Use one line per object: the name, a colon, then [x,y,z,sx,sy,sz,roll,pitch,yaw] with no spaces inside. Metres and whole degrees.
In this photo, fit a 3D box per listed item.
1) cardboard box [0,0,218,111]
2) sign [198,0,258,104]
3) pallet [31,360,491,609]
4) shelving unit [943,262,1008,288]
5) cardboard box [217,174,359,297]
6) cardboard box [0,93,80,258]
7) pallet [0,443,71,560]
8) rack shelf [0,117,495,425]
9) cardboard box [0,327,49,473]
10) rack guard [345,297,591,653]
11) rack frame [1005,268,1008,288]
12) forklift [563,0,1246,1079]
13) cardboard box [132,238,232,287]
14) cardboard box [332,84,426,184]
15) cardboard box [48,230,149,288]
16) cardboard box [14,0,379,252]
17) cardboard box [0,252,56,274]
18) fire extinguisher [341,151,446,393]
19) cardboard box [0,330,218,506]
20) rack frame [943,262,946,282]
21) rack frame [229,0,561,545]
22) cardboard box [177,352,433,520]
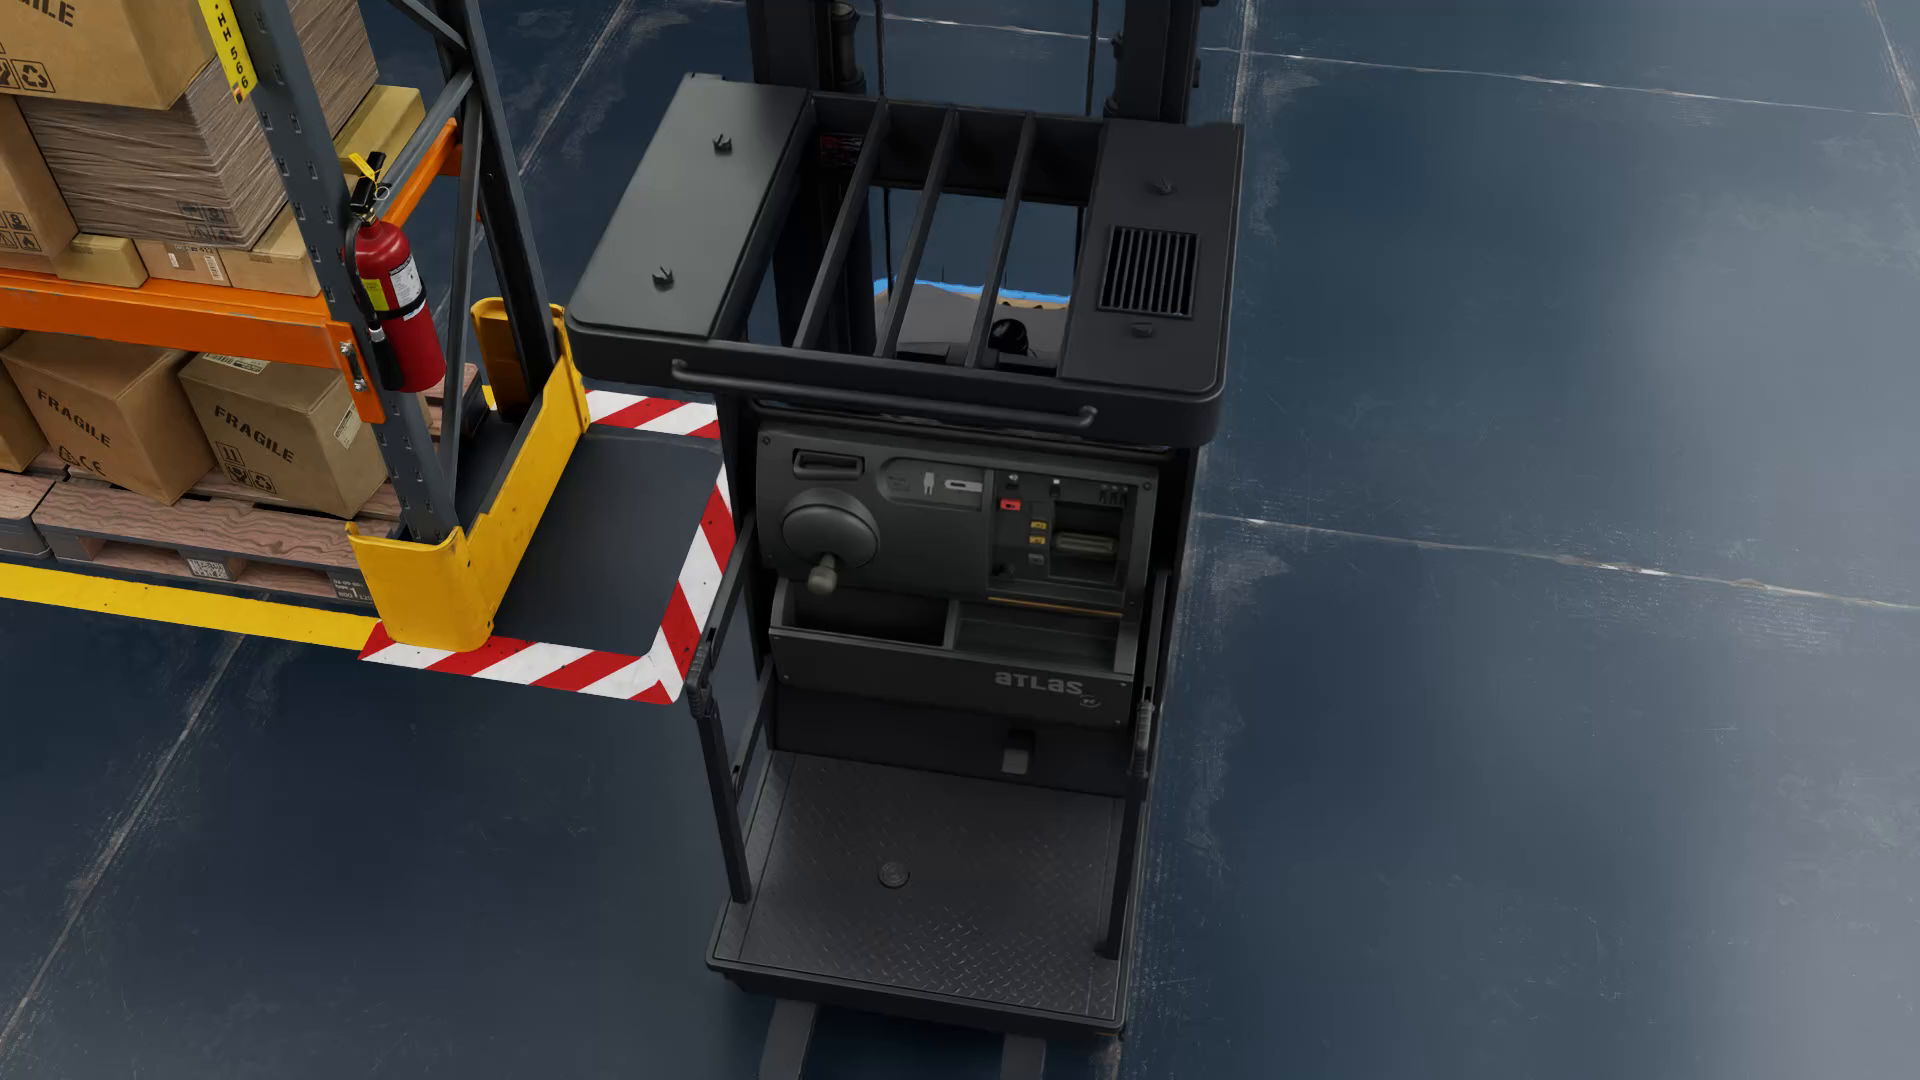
cardboard box: [-2.139,-1.428,4.077,0.500,0.500,0.500,8,49,7]
sign: [-1.672,-1.158,3.783,0.005,0.325,0.100,8,49,7]
pallet: [-2.421,-0.280,5.860,1.213,0.211,1.003,8,49,7]
shelving unit: [0.034,-0.493,5.588,0.210,0.900,0.258,6,48,6]
cardboard box: [-1.871,-0.871,4.685,0.250,0.149,0.380,8,49,7]
cardboard box: [-2.603,-1.273,4.610,0.500,0.500,0.875,8,49,7]
pallet: [-3.618,-0.443,6.006,1.213,0.211,1.003,8,49,7]
rack shelf: [-3.522,-1.093,5.199,4.000,0.370,1.077,8,49,7]
cardboard box: [-3.372,-0.619,5.688,0.500,0.500,0.500,12,49,10]
rack guard: [-1.628,-0.243,5.633,0.348,0.500,1.175,8,49,7]
rack frame: [0.135,-0.482,5.578,0.006,0.900,0.240,6,48,6]
forklift: [-0.049,0.069,3.718,1.130,2.935,3.031,7,48,6]
cardboard box: [-2.117,-0.905,4.715,0.250,0.149,0.380,8,49,7]
cardboard box: [-1.791,-1.197,4.978,0.250,0.149,0.380,8,49,7]
cardboard box: [-2.372,-0.900,4.711,0.250,0.149,0.380,8,49,7]
cardboard box: [-2.090,-1.295,4.629,0.500,0.500,0.875,8,49,7]
cardboard box: [-2.615,-0.945,4.751,0.250,0.149,0.380,8,49,7]
fire extinguisher: [-1.523,-0.691,4.406,0.183,0.674,0.296,8,49,7]
cardboard box: [-2.759,-0.523,5.601,0.500,0.500,0.500,19,51,17]
rack frame: [-0.067,-0.504,5.598,0.006,0.900,0.240,6,48,6]
rack frame: [-1.553,-1.069,4.694,0.127,3.000,1.000,8,49,7]
cardboard box: [-2.165,-0.469,5.553,0.500,0.500,0.500,16,50,14]
